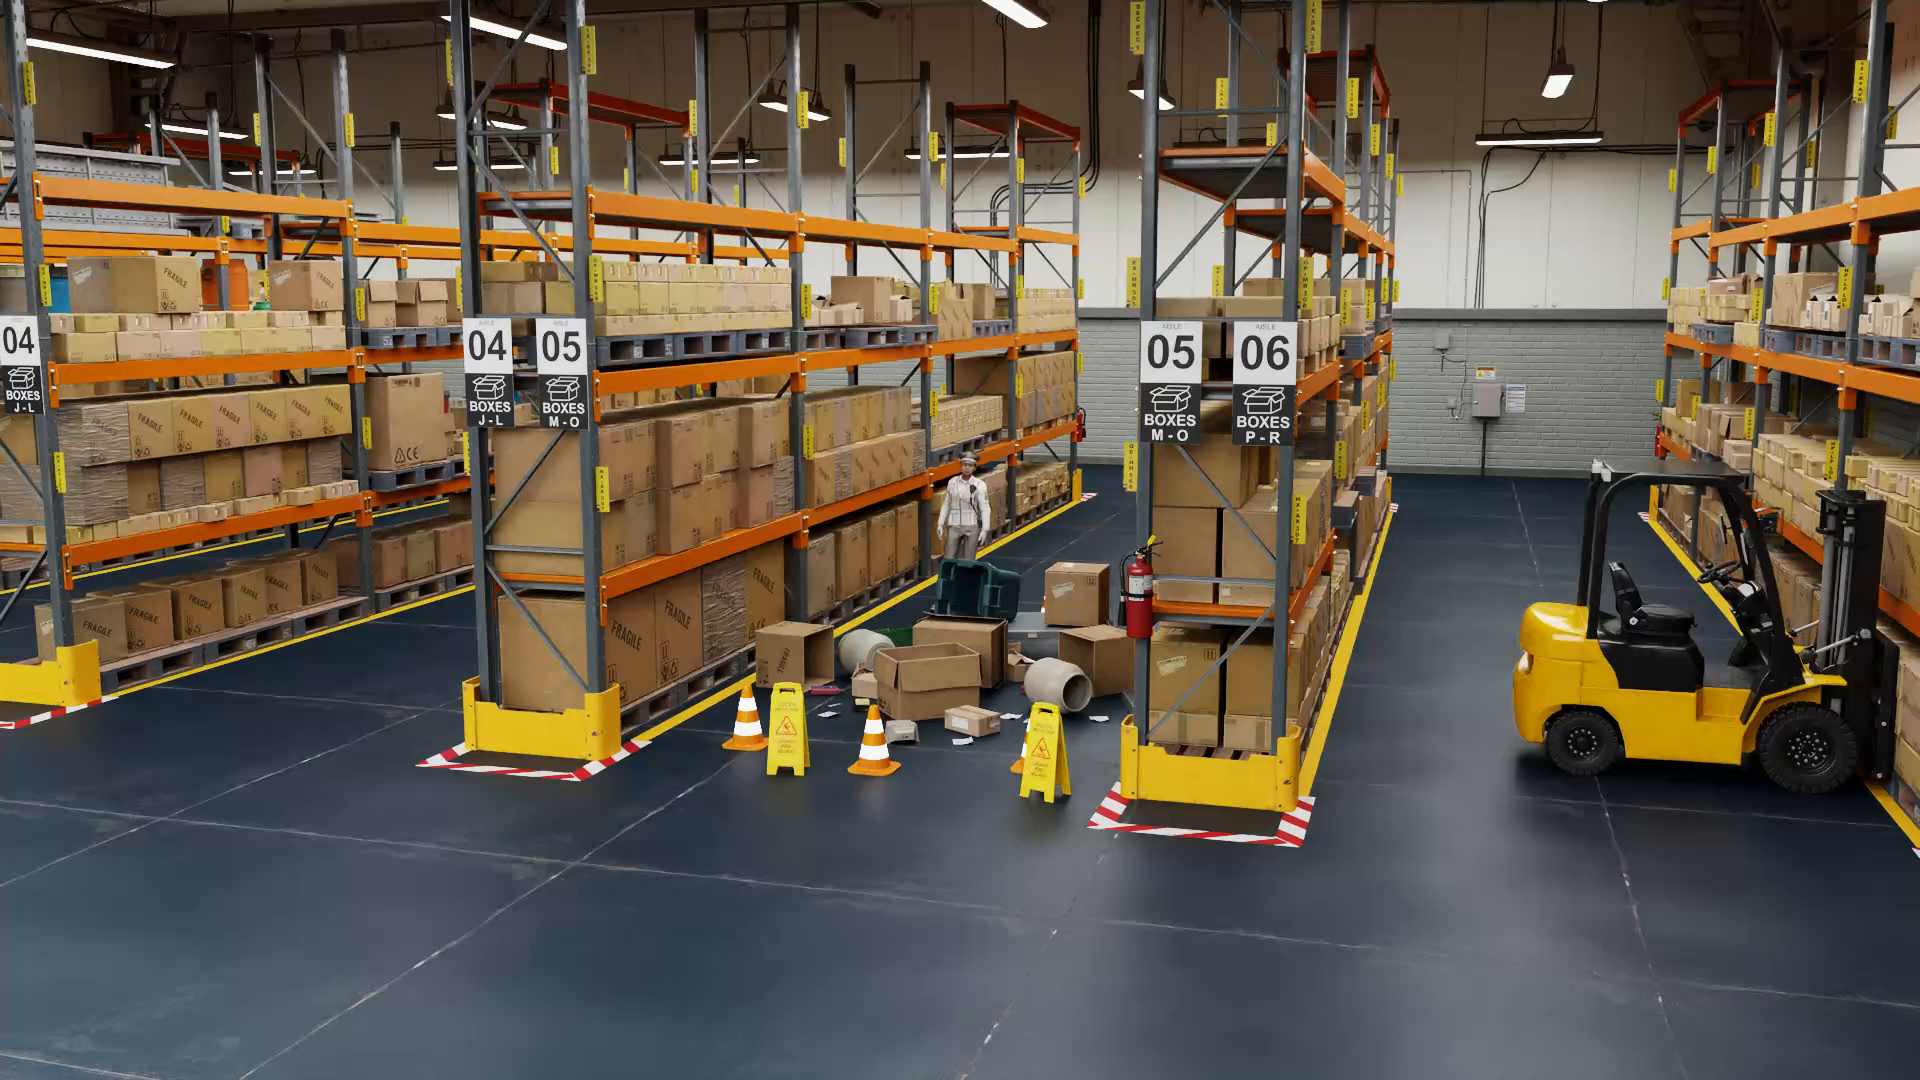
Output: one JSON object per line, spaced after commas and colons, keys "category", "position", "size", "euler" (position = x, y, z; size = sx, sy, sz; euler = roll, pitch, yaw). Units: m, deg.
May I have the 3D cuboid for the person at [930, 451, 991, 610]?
{"category": "person", "position": [0.020, -0.102, 17.847], "size": [0.588, 1.696, 0.532], "euler": [2, 9, 16]}
